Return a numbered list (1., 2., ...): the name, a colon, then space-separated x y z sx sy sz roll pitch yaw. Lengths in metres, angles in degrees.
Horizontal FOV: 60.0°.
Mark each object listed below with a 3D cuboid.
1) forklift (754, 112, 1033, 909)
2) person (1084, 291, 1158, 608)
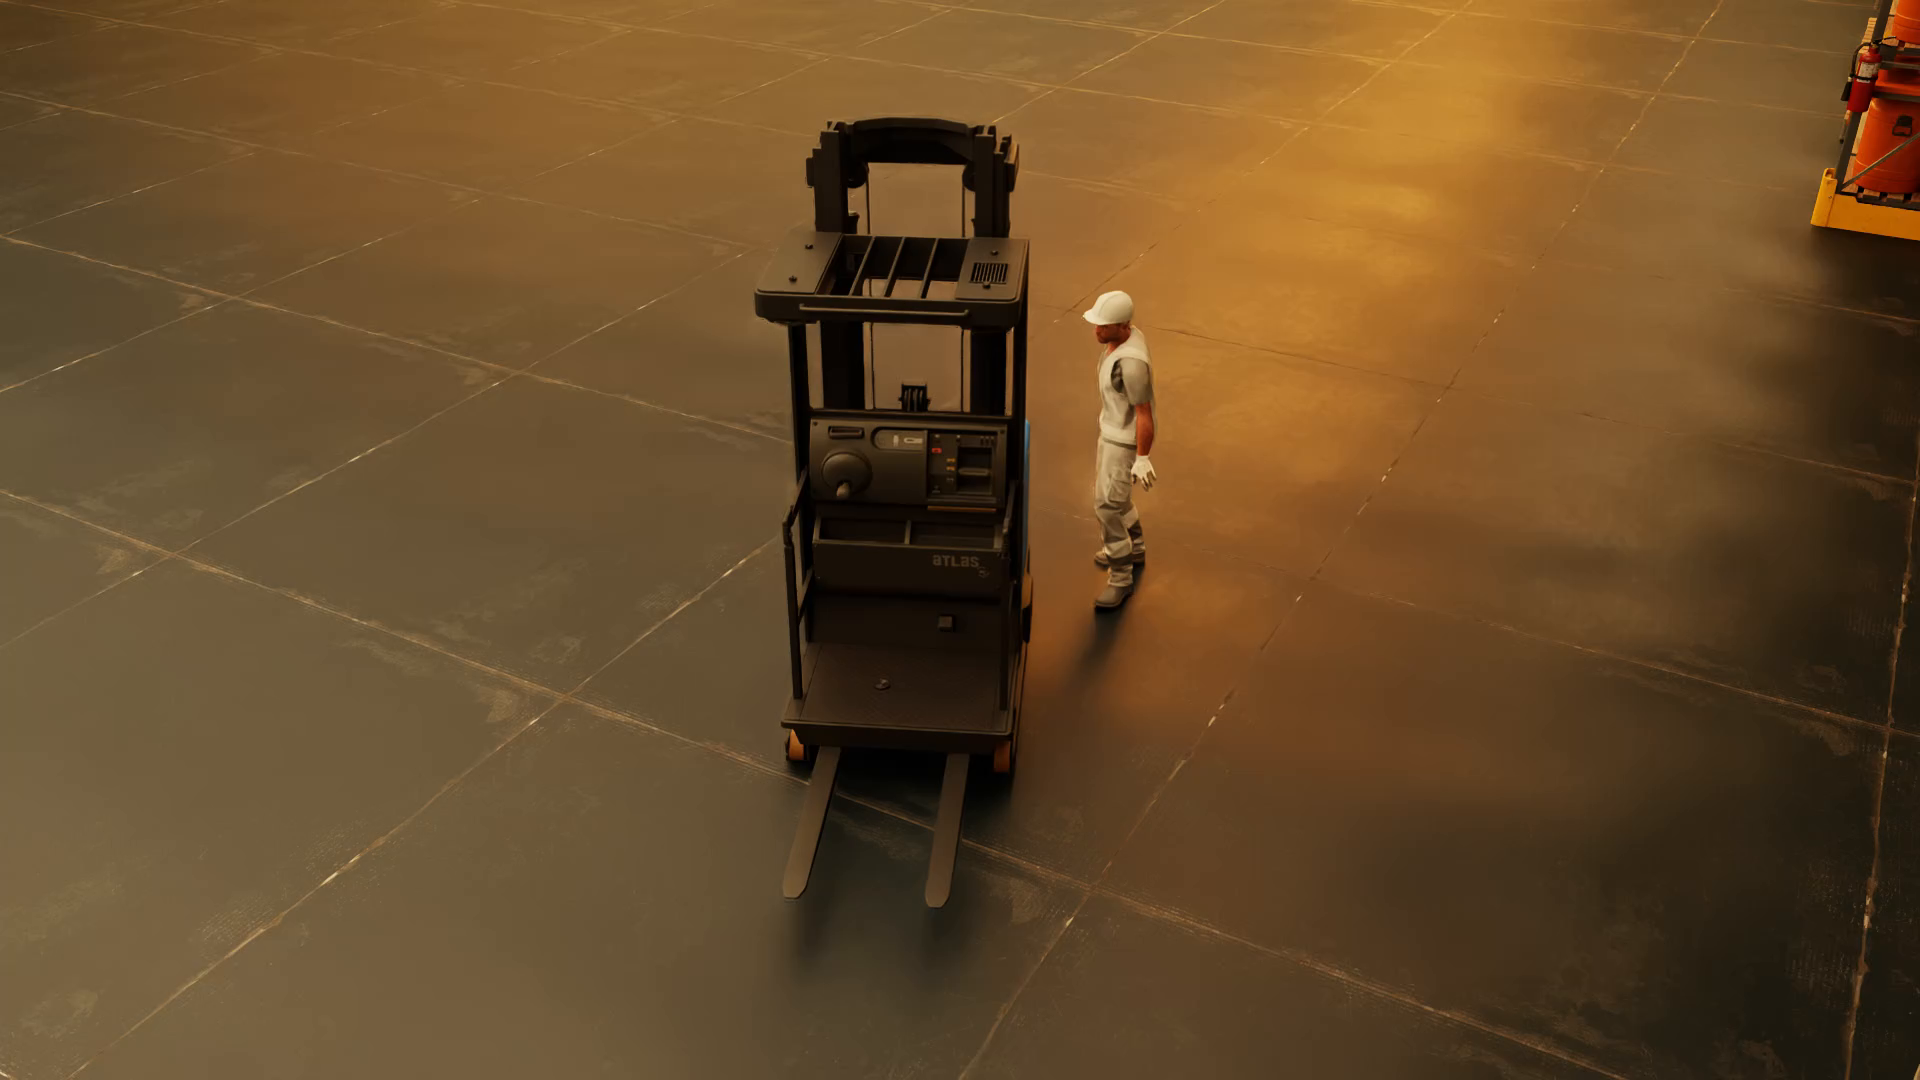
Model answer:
1. forklift: -0.261 -0.317 7.620 1.130 2.935 3.031 3 30 5
2. person: 0.877 -0.567 9.247 0.444 1.749 0.873 -2 30 -3
